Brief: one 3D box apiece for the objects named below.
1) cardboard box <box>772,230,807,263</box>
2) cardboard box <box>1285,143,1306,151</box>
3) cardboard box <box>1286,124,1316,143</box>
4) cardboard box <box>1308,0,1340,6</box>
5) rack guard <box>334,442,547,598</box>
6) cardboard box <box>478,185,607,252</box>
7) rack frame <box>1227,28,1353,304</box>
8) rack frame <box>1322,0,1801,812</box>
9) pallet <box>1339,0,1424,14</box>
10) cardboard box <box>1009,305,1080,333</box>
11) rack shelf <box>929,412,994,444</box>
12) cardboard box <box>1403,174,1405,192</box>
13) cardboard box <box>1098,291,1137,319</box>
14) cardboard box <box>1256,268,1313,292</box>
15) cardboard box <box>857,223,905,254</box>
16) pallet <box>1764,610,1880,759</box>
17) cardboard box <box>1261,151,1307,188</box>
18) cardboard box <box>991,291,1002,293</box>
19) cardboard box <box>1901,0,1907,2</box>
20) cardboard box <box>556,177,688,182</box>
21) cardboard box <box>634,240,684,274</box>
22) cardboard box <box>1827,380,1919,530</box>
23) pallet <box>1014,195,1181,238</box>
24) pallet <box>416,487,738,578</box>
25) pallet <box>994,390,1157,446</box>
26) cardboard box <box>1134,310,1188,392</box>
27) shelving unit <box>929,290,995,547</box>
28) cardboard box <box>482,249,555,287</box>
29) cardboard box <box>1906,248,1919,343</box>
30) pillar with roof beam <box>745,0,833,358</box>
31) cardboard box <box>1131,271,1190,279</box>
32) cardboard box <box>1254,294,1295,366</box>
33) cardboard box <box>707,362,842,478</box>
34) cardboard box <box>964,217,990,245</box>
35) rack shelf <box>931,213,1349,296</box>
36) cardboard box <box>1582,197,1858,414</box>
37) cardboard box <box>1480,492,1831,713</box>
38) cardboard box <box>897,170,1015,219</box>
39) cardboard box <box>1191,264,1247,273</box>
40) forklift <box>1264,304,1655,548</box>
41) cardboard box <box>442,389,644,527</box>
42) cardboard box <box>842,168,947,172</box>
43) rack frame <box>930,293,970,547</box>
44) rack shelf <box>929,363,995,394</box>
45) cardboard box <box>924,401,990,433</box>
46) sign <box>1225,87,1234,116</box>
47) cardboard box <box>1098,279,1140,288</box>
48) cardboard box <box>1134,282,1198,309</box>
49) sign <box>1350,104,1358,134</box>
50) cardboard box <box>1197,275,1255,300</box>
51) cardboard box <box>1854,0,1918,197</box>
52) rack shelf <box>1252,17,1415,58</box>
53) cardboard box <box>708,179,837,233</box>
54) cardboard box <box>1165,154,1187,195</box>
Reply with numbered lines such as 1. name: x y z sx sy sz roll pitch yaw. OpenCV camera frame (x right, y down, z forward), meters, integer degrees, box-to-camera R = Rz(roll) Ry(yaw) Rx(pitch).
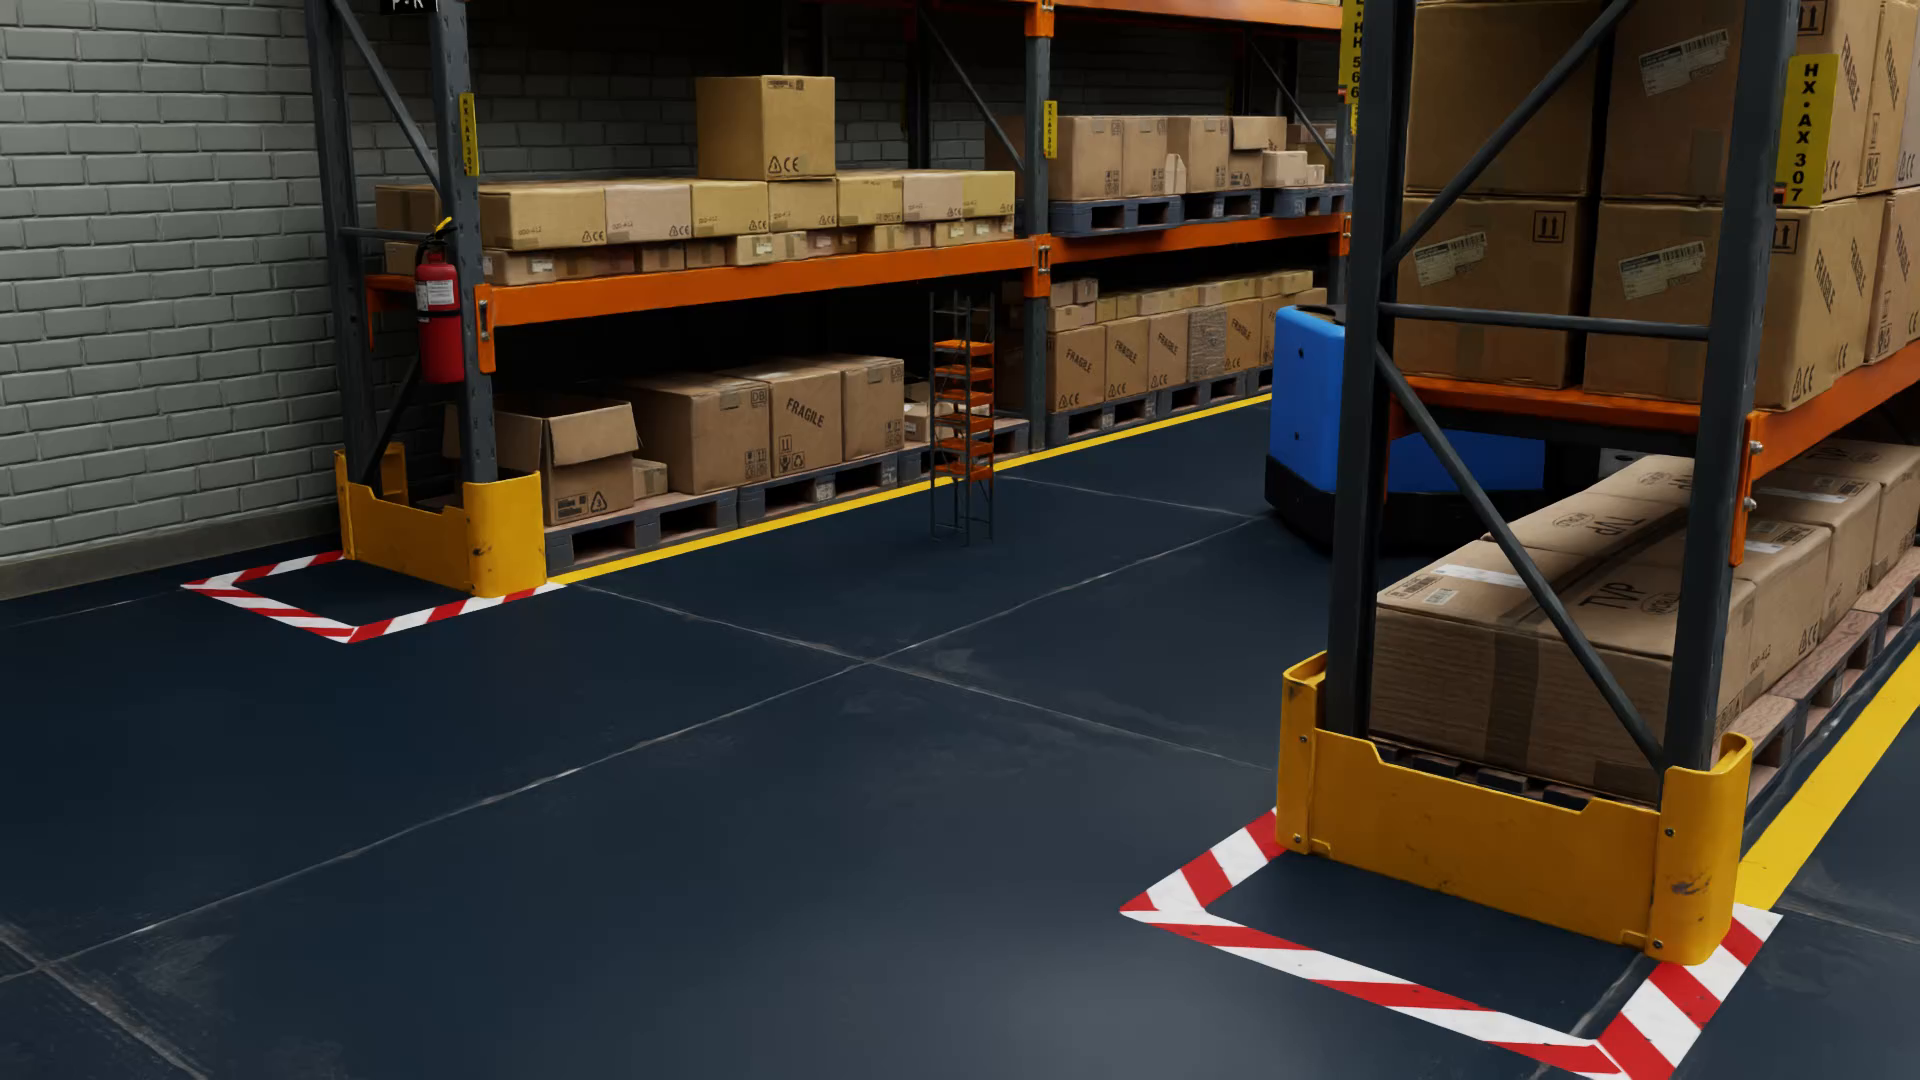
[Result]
1. cardboard box: -0.995 -1.498 8.436 0.380 0.149 0.250 12 18 39
2. cardboard box: 2.681 -3.137 13.668 0.500 0.250 0.500 12 18 39
3. cardboard box: 2.662 -3.295 13.480 0.380 0.149 0.250 12 19 39
4. cardboard box: 2.481 -4.084 12.318 0.500 0.250 0.500 11 18 36
5. rack guard: -2.366 -0.109 7.538 1.175 0.500 0.348 11 18 38
6. cardboard box: -1.919 -1.423 7.332 0.500 0.250 0.500 11 18 38
7. rack frame: 2.615 -2.838 13.204 1.000 3.000 0.127 11 18 38
8. rack frame: 1.450 -0.539 4.152 1.000 3.000 0.127 11 18 38
9. pallet: 2.972 -4.344 13.424 1.213 0.211 1.003 12 19 40
10. cardboard box: 0.533 -1.406 10.473 0.380 0.149 0.250 12 19 40
11. rack shelf: 0.009 -0.541 7.997 0.258 0.103 0.180 11 18 38
12. cardboard box: 3.404 -2.908 13.784 0.500 0.250 0.500 11 18 36
13. cardboard box: 0.961 -1.577 11.144 0.380 0.149 0.250 11 18 37
14. cardboard box: 2.501 -2.011 12.853 0.380 0.149 0.250 10 17 35
15. cardboard box: -0.519 -1.644 9.014 0.380 0.149 0.250 11 18 37
16. pallet: 2.658 0.415 6.061 1.003 0.211 1.213 11 18 38
17. cardboard box: 2.203 -2.717 12.178 0.500 0.250 0.500 10 17 35
18. cardboard box: 0.415 -1.593 11.207 0.380 0.149 0.250 11 18 38
19. cardboard box: 2.401 -1.558 4.612 0.380 0.149 0.250 11 18 36
20. cardboard box: -1.691 -1.700 8.421 0.500 0.250 0.500 12 19 39
21. cardboard box: -1.525 -1.355 7.877 0.380 0.149 0.250 12 19 39
22. cardboard box: 4.291 -0.610 7.893 0.875 0.875 0.875 12 19 39
23. pallet: 0.688 -2.115 10.748 1.003 0.211 1.213 11 18 38
24. pallet: -1.865 -0.122 8.175 1.003 0.211 1.213 11 18 38
25. pallet: 0.582 -0.882 11.168 1.003 0.211 1.213 11 18 38
26. cardboard box: 1.224 -1.321 11.453 0.500 0.500 0.500 11 18 36
27. shelving unit: 0.009 -0.584 7.986 0.258 1.200 0.189 11 18 38
28. cardboard box: -1.993 -1.205 7.284 0.380 0.149 0.250 11 18 37
29. cardboard box: 2.906 -0.929 5.485 0.500 0.500 0.500 12 19 39
30. pillar with roof beam: 2.310 -4.320 6.851 9.100 9.000 0.400 11 18 38
31. cardboard box: 1.520 -1.949 12.608 0.380 0.149 0.250 10 17 35
32. cardboard box: 2.193 -1.622 12.639 0.500 0.500 0.500 11 18 37
33. cardboard box: -0.978 -0.644 8.790 0.500 0.500 0.500 12 18 39
34. cardboard box: -0.050 -1.797 9.615 0.380 0.149 0.250 12 18 39
35. rack shelf: 1.358 -2.107 11.784 1.077 0.370 4.000 11 18 38
36. cardboard box: 1.975 -0.635 4.327 0.500 0.500 0.500 11 18 37
37. cardboard box: 2.355 0.181 5.669 0.875 0.438 0.875 12 18 39
38. cardboard box: -0.030 -2.008 9.638 0.500 0.250 0.500 12 18 39
39. cardboard box: 2.044 -2.093 13.176 0.380 0.149 0.250 12 19 40
40. forklift: 3.136 -1.494 8.051 3.031 2.935 1.130 -1 14 -5
41. cardboard box: -1.955 -0.402 7.832 0.797 0.503 0.637 10 18 35
42. cardboard box: -0.421 -2.091 9.961 0.500 0.250 0.500 11 18 37
43. rack frame: -0.048 -0.567 7.917 0.240 1.200 0.006 11 18 38
44. rack shelf: 0.009 -0.774 7.938 0.258 0.103 0.180 11 18 38
45. cardboard box: -0.021 -0.742 9.889 0.380 0.149 0.250 11 18 36
46. sign: 2.181 -3.485 13.397 0.100 0.325 0.005 11 18 38
47. cardboard box: 1.071 -1.792 11.991 0.380 0.149 0.250 10 18 35
48. cardboard box: 1.452 -1.722 11.716 0.380 0.149 0.250 11 18 38
49. sign: 3.043 -3.279 12.747 0.100 0.325 0.005 11 18 38
50. cardboard box: 1.953 -1.867 12.286 0.380 0.149 0.250 12 19 39
51. cardboard box: 2.292 -1.220 4.599 0.500 0.500 0.500 11 18 36
52. rack shelf: 3.872 -4.326 14.431 1.077 0.370 4.000 11 18 38
53. cardboard box: -0.981 -1.718 8.495 0.500 0.250 0.500 11 18 36
54. cardboard box: 1.272 -2.417 10.967 0.396 0.266 0.258 12 19 40
